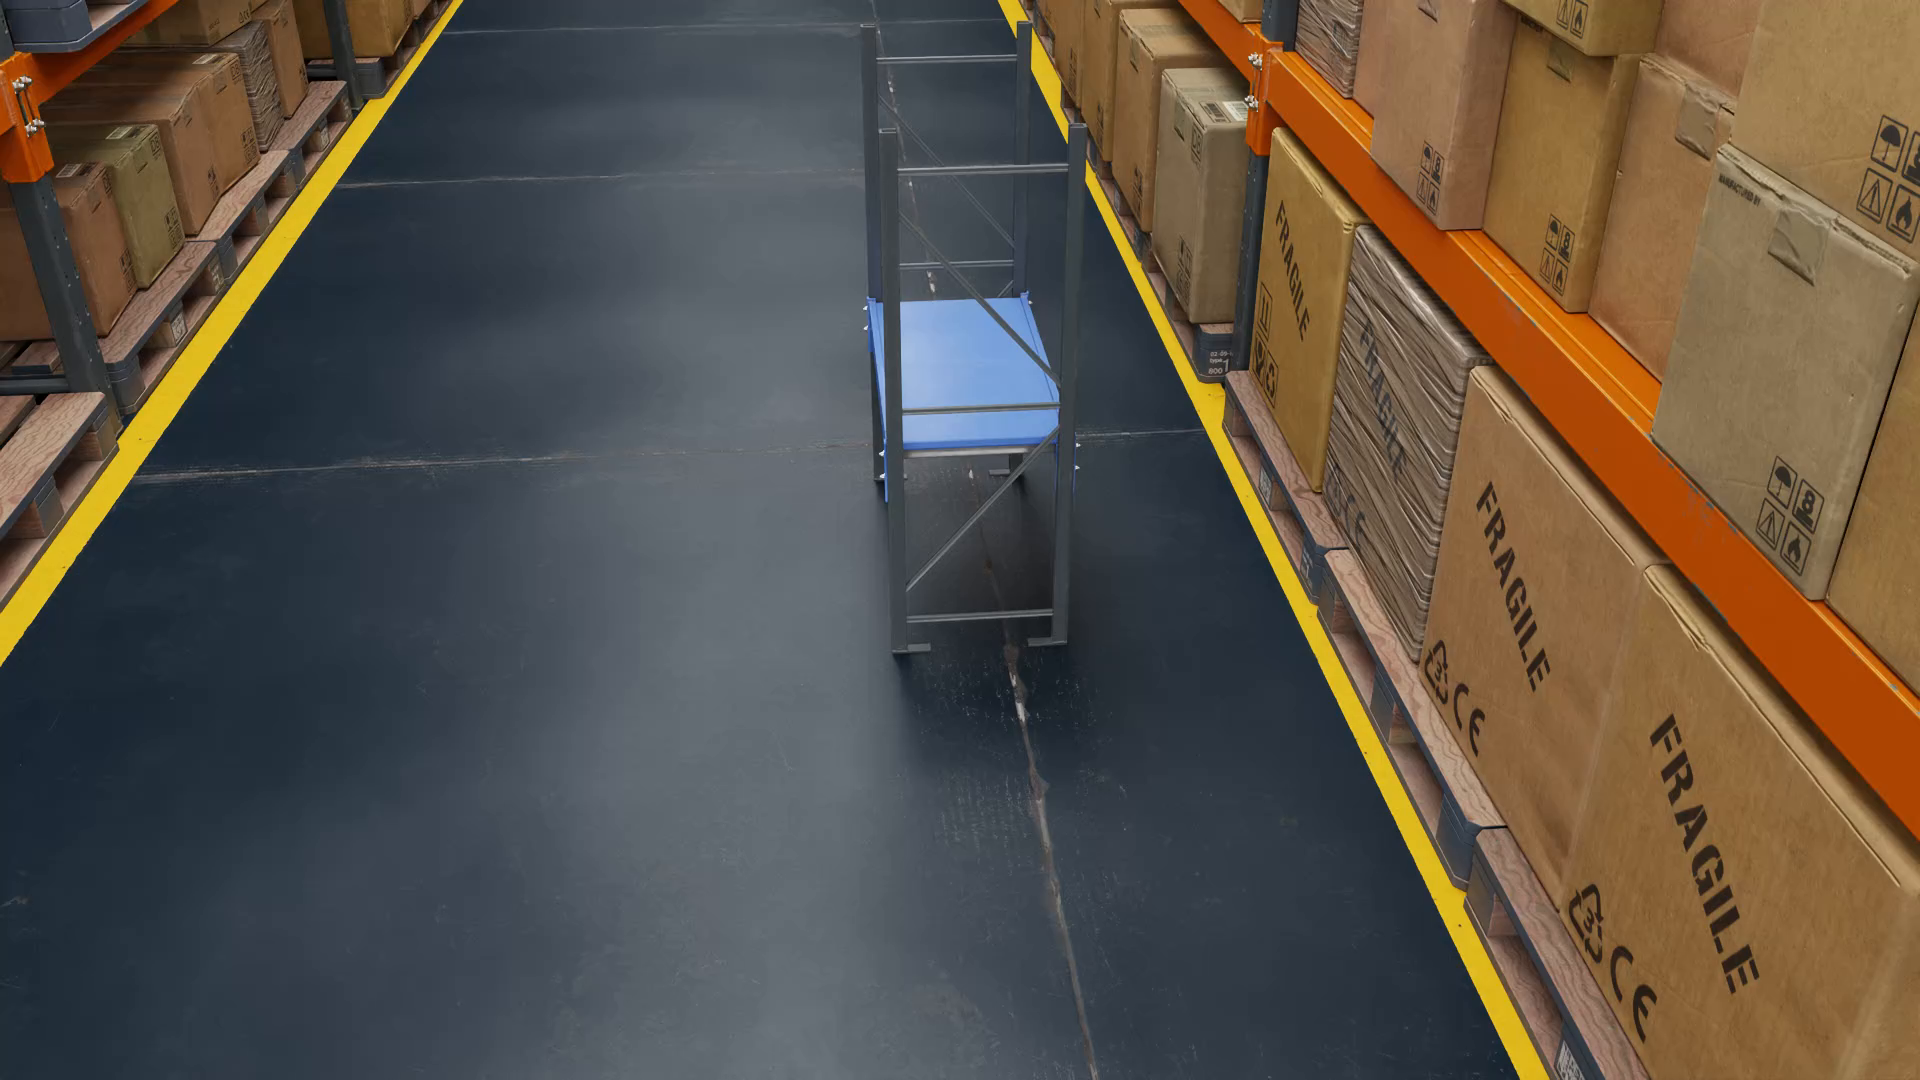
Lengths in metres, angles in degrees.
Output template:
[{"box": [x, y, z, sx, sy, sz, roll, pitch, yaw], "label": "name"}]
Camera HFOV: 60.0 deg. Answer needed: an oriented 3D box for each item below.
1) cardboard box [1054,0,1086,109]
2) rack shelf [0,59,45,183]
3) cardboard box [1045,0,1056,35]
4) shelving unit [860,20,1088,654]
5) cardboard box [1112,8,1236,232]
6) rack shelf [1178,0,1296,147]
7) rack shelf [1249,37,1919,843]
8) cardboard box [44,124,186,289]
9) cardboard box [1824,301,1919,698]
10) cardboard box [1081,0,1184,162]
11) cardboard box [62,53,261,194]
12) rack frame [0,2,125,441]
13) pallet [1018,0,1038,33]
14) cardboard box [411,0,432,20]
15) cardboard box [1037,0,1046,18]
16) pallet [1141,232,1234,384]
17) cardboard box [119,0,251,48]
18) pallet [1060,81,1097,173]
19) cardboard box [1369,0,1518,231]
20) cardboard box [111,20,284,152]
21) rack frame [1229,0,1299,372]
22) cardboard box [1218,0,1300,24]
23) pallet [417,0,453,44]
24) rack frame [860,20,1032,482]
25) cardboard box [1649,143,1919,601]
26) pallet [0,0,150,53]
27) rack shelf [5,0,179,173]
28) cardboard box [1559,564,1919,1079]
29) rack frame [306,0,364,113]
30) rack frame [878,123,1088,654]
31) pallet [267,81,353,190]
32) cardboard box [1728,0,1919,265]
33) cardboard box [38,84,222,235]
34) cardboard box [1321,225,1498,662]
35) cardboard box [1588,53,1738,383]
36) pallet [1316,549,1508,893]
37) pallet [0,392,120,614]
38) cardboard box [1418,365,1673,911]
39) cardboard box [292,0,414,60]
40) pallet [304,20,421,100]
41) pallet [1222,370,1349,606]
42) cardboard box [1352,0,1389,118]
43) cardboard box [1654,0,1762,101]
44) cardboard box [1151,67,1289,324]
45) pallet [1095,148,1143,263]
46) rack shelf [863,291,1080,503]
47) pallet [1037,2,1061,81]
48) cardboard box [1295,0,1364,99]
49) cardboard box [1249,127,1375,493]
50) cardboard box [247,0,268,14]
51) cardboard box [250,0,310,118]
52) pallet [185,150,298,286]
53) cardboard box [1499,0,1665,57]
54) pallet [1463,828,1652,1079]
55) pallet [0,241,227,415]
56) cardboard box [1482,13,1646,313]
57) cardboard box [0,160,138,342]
[{"box": [1.082, -2.752, 8.717, 1.050, 0.750, 0.750, -3, 31, -5], "label": "cardboard box"}, {"box": [-3.273, -0.295, 3.520, 1.077, 0.370, 4.000, -3, 31, -5], "label": "rack shelf"}, {"box": [0.793, -3.283, 9.850, 0.500, 0.500, 0.500, -3, 31, -5], "label": "cardboard box"}, {"box": [0.008, -0.600, 4.792, 0.538, 1.500, 1.048, -3, 31, -5], "label": "shelving unit"}, {"box": [1.254, -1.830, 7.174, 1.050, 0.750, 0.750, -3, 31, -5], "label": "cardboard box"}, {"box": [1.301, -2.523, 7.250, 1.077, 0.370, 4.000, -3, 31, -5], "label": "rack shelf"}, {"box": [1.675, -0.481, 3.831, 1.077, 0.370, 4.000, -3, 31, -5], "label": "rack shelf"}, {"box": [-3.521, -1.299, 6.509, 0.700, 0.500, 0.500, -3, 31, -5], "label": "cardboard box"}, {"box": [1.782, -0.020, 2.212, 0.875, 0.550, 0.550, -3, 31, -5], "label": "cardboard box"}, {"box": [1.167, -2.306, 7.970, 1.050, 0.750, 0.750, -2, 31, -4], "label": "cardboard box"}, {"box": [-3.627, -1.870, 7.464, 0.700, 0.500, 0.500, 0, 31, 0], "label": "cardboard box"}, {"box": [-3.460, -1.625, 5.045, 1.000, 3.000, 0.127, -3, 31, -5], "label": "rack frame"}, {"box": [0.932, -3.676, 11.199, 1.003, 0.211, 1.213, -3, 31, -5], "label": "pallet"}, {"box": [-3.953, -3.744, 10.255, 1.225, 0.875, 0.875, -3, 31, -4], "label": "cardboard box"}, {"box": [0.748, -3.549, 10.294, 0.500, 0.500, 0.500, -2, 31, -3], "label": "cardboard box"}, {"box": [1.341, -1.004, 6.725, 1.003, 0.211, 1.213, -3, 31, -5], "label": "pallet"}, {"box": [-3.681, -2.494, 7.777, 0.500, 0.250, 0.500, 1, 31, 1], "label": "cardboard box"}, {"box": [1.113, -2.250, 8.810, 1.003, 0.211, 1.213, -3, 31, -5], "label": "pallet"}, {"box": [1.542, -1.126, 4.064, 0.875, 0.550, 0.550, -3, 31, -5], "label": "cardboard box"}, {"box": [-3.686, -2.159, 7.948, 0.700, 0.500, 0.500, -5, 31, -9], "label": "cardboard box"}, {"box": [1.488, -1.811, 5.356, 1.000, 3.000, 0.127, -3, 31, -5], "label": "rack frame"}, {"box": [1.173, -2.107, 5.755, 0.500, 0.500, 0.500, -3, 31, -5], "label": "cardboard box"}, {"box": [-3.943, -3.497, 10.899, 1.003, 0.211, 1.213, -3, 31, -5], "label": "pallet"}, {"box": [-0.040, -0.860, 5.227, 0.500, 1.500, 0.032, -3, 31, -5], "label": "rack frame"}, {"box": [1.709, -0.300, 2.681, 0.875, 0.550, 0.550, -3, 31, -5], "label": "cardboard box"}, {"box": [-3.386, -1.939, 5.759, 1.003, 0.211, 1.213, -3, 31, -5], "label": "pallet"}, {"box": [-3.647, -2.337, 6.939, 1.077, 0.370, 4.000, -3, 31, -5], "label": "rack shelf"}, {"box": [1.733, 0.620, 2.949, 0.875, 0.875, 0.875, -3, 31, -4], "label": "cardboard box"}, {"box": [-3.833, -3.667, 8.464, 1.000, 3.000, 0.127, -3, 31, -5], "label": "rack frame"}, {"box": [0.055, -0.341, 4.358, 0.500, 1.500, 0.032, -3, 31, -5], "label": "rack frame"}, {"box": [-3.762, -2.071, 8.511, 1.003, 0.211, 1.213, -3, 31, -5], "label": "pallet"}, {"box": [1.722, -0.764, 2.405, 0.875, 0.550, 0.550, -3, 31, -5], "label": "cardboard box"}, {"box": [-3.574, -1.585, 6.987, 0.700, 0.500, 0.500, -5, 31, -9], "label": "cardboard box"}, {"box": [1.565, -0.294, 4.480, 0.875, 0.875, 0.875, -3, 31, -4], "label": "cardboard box"}, {"box": [1.782, -0.592, 3.169, 0.875, 0.550, 0.550, -3, 31, -5], "label": "cardboard box"}, {"box": [1.598, 0.403, 4.370, 1.003, 0.211, 1.213, -3, 31, -5], "label": "pallet"}, {"box": [-3.362, -0.086, 5.189, 1.003, 0.211, 1.213, -3, 31, -5], "label": "pallet"}, {"box": [1.648, 0.171, 3.701, 0.875, 0.875, 0.875, -3, 31, -5], "label": "cardboard box"}, {"box": [-3.877, -3.288, 9.492, 1.225, 0.875, 0.875, -4, 31, -7], "label": "cardboard box"}, {"box": [-3.832, -2.876, 9.859, 1.003, 0.211, 1.213, -3, 31, -5], "label": "pallet"}, {"box": [1.481, -0.222, 5.415, 1.003, 0.211, 1.213, -3, 31, -5], "label": "pallet"}, {"box": [1.608, -1.408, 4.535, 0.875, 0.550, 0.550, -3, 31, -5], "label": "cardboard box"}, {"box": [1.805, -1.057, 2.894, 0.875, 0.550, 0.550, -3, 31, -5], "label": "cardboard box"}, {"box": [1.340, -1.338, 6.349, 1.050, 0.750, 0.750, -3, 31, -5], "label": "cardboard box"}, {"box": [1.224, -1.628, 7.770, 1.003, 0.211, 1.213, -3, 31, -5], "label": "pallet"}, {"box": [0.008, -0.446, 4.885, 0.538, 0.185, 1.000, -3, 31, -5], "label": "rack shelf"}, {"box": [1.043, -3.055, 10.158, 1.003, 0.211, 1.213, -3, 31, -5], "label": "pallet"}, {"box": [1.534, -1.687, 5.003, 0.875, 0.550, 0.550, -3, 31, -5], "label": "cardboard box"}, {"box": [1.477, -0.754, 5.250, 0.875, 0.875, 0.875, -2, 31, -4], "label": "cardboard box"}, {"box": [-3.741, -2.764, 8.229, 0.500, 0.250, 0.500, -2, 31, -3], "label": "cardboard box"}, {"box": [-3.751, -2.441, 8.421, 0.700, 0.500, 0.500, -4, 31, -7], "label": "cardboard box"}, {"box": [-3.651, -1.449, 7.470, 1.003, 0.211, 1.213, -3, 31, -5], "label": "pallet"}, {"box": [1.626, -1.321, 3.337, 0.875, 0.550, 0.500, -3, 31, -5], "label": "cardboard box"}, {"box": [1.709, 1.024, 3.329, 1.003, 0.211, 1.213, -3, 31, -5], "label": "pallet"}, {"box": [-3.534, -0.825, 6.425, 1.003, 0.211, 1.213, -3, 31, -5], "label": "pallet"}, {"box": [1.691, -0.860, 3.619, 0.875, 0.550, 0.500, -3, 31, -5], "label": "cardboard box"}, {"box": [-3.496, -1.055, 6.099, 0.700, 0.500, 0.500, -5, 31, -8], "label": "cardboard box"}]
